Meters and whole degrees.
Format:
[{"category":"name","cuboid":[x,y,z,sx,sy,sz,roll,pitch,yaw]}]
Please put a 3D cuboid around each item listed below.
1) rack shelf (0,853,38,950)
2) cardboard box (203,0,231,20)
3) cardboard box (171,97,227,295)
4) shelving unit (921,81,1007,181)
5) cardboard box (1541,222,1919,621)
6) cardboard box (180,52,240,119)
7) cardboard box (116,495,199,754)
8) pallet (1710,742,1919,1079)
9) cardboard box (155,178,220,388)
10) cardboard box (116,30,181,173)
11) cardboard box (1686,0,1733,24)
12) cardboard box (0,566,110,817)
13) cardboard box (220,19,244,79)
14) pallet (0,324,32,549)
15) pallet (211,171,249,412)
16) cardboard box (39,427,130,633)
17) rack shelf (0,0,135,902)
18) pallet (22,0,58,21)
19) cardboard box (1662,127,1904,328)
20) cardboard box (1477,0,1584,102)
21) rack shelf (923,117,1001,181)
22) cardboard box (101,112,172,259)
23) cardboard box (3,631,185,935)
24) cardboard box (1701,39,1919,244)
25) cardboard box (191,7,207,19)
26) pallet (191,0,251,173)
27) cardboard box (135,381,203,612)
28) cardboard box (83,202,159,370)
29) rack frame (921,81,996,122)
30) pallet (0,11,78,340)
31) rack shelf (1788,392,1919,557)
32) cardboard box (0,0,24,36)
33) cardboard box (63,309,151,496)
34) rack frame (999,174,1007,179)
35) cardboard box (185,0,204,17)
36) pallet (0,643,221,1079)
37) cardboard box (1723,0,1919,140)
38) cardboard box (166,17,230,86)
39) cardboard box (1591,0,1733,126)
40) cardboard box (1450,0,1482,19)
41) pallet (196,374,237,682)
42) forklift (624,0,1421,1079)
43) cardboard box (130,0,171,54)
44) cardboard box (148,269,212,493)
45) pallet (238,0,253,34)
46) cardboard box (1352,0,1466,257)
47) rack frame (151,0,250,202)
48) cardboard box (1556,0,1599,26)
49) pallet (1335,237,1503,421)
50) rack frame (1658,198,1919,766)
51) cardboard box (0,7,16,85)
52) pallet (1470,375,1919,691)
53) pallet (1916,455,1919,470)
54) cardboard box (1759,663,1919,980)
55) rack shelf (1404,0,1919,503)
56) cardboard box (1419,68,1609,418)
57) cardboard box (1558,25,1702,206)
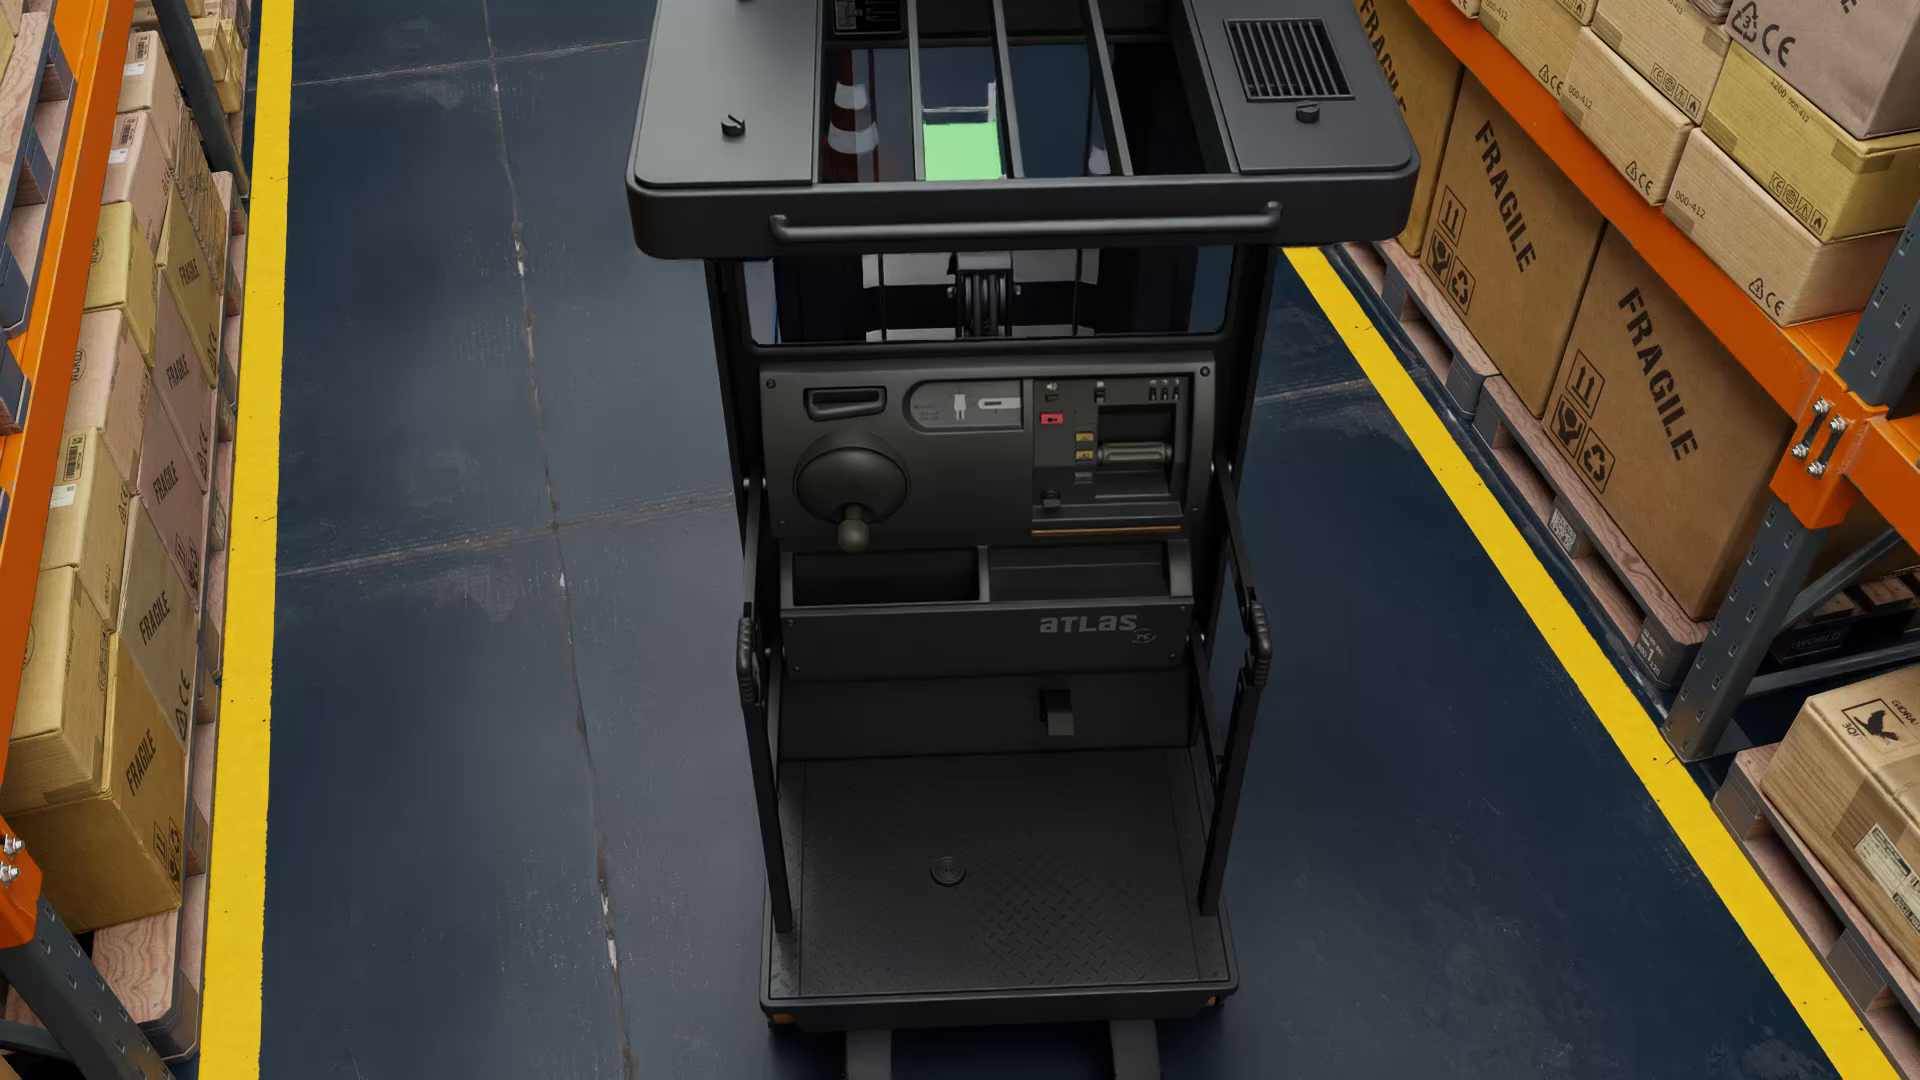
[{"category":"rack shelf","cuboid":[-1.768,2.053,1.642,1.077,0.370,4.000,-11,47,-10]},{"category":"cardboard box","cuboid":[-3.269,-2.146,6.955,0.380,0.149,0.250,-11,47,-11]},{"category":"cardboard box","cuboid":[-2.871,-1.148,5.731,0.500,0.500,0.500,-12,47,-11]},{"category":"shelving unit","cuboid":[-0.003,-0.747,5.142,0.258,1.200,0.503,-2,46,-2]},{"category":"cardboard box","cuboid":[2.383,-0.450,4.784,0.875,0.875,0.875,-11,47,-11]},{"category":"cardboard box","cuboid":[-3.087,-1.801,6.616,0.380,0.149,0.250,-13,47,-12]},{"category":"cardboard box","cuboid":[-2.346,0.267,4.345,0.500,0.500,0.500,-10,46,-10]},{"category":"pallet","cuboid":[2.678,0.961,4.160,1.003,0.211,1.213,-11,47,-10]},{"category":"cardboard box","cuboid":[-2.740,-0.794,5.384,0.500,0.500,0.500,-12,47,-11]},{"category":"cardboard box","cuboid":[-2.869,-1.408,5.461,0.500,0.250,0.500,-12,47,-11]},{"category":"cardboard box","cuboid":[1.955,-1.601,3.949,0.500,0.500,0.500,-10,46,-10]},{"category":"cardboard box","cuboid":[-2.222,0.365,3.723,0.500,0.250,0.500,-13,47,-12]},{"category":"cardboard box","cuboid":[-3.155,-1.984,6.796,0.380,0.149,0.250,-9,46,-9]},{"category":"pallet","cuboid":[-2.565,0.015,3.269,1.213,0.211,1.003,-11,47,-10]},{"category":"pallet","cuboid":[-3.103,-0.828,5.914,1.003,0.211,1.213,-11,47,-10]},{"category":"cardboard box","cuboid":[-2.352,0.015,4.066,0.500,0.250,0.500,-11,47,-11]},{"category":"rack shelf","cuboid":[-2.792,-0.709,4.348,1.077,0.370,4.000,-11,47,-10]},{"category":"pallet","cuboid":[-3.249,-1.720,4.970,1.003,0.211,1.213,-11,47,-10]},{"category":"cardboard box","cuboid":[2.099,-0.804,4.042,0.500,0.250,0.500,-12,47,-12]},{"category":"cardboard box","cuboid":[1.840,-1.504,4.729,0.500,0.250,0.500,-11,47,-11]},{"category":"rack shelf","cuboid":[-0.003,-1.038,4.844,0.258,0.148,0.480,-2,46,-2]},{"category":"cardboard box","cuboid":[-2.750,-1.051,5.110,0.500,0.250,0.500,-9,46,-8]},{"category":"cardboard box","cuboid":[-2.214,0.613,4.005,0.500,0.500,0.500,-13,47,-12]},{"category":"cardboard box","cuboid":[2.110,-0.965,3.850,0.500,0.250,0.500,-11,47,-10]},{"category":"cardboard box","cuboid":[-3.239,-2.062,6.664,0.380,0.149,0.250,-10,46,-10]},{"category":"pallet","cuboid":[-3.510,-1.823,6.888,1.003,0.211,1.213,-11,47,-10]},{"category":"cardboard box","cuboid":[-2.482,-0.087,4.691,0.500,0.500,0.500,-12,47,-11]},{"category":"cardboard box","cuboid":[-2.601,-0.688,4.755,0.500,0.250,0.500,-13,47,-12]},{"category":"rack frame","cuboid":[-0.014,-0.921,5.312,0.240,1.200,0.015,-2,46,-2]},{"category":"pallet","cuboid":[-2.826,-0.872,4.138,1.003,0.211,1.213,-11,47,-10]},{"category":"rack shelf","cuboid":[2.991,1.078,2.597,1.077,0.370,4.000,-11,47,-10]},{"category":"cardboard box","cuboid":[-2.741,-1.447,4.449,0.380,0.149,0.250,-13,47,-12]},{"category":"cardboard box","cuboid":[-2.467,-0.329,4.403,0.500,0.250,0.500,-10,46,-10]},{"category":"rack frame","cuboid":[0.007,-0.573,4.971,0.240,1.200,0.015,-2,46,-2]},{"category":"cardboard box","cuboid":[-3.205,-2.175,6.567,0.380,0.149,0.250,-9,46,-8]},{"category":"pallet","cuboid":[-2.479,0.857,4.263,1.003,0.211,1.213,-11,47,-10]},{"category":"cardboard box","cuboid":[2.094,-1.249,3.603,0.500,0.500,0.500,-12,47,-11]},{"category":"cardboard box","cuboid":[-3.087,-1.903,6.509,0.380,0.149,0.250,-9,46,-8]},{"category":"cardboard box","cuboid":[1.975,-1.318,4.197,0.500,0.250,0.500,-12,47,-11]},{"category":"cardboard box","cuboid":[1.682,-1.851,5.069,0.500,0.250,0.500,-11,47,-11]},{"category":"pallet","cuboid":[-2.787,0.016,5.087,1.003,0.211,1.213,-11,47,-10]},{"category":"forklift","cuboid":[0.071,-0.087,3.283,1.130,2.935,3.031,-2,46,-2]},{"category":"cardboard box","cuboid":[-3.192,-1.974,6.370,0.380,0.149,0.250,-9,46,-9]},{"category":"cardboard box","cuboid":[-2.613,-0.439,5.036,0.500,0.500,0.500,-12,47,-11]},{"category":"pallet","cuboid":[-3.826,-2.666,7.715,1.003,0.211,1.213,-11,47,-10]},{"category":"cardboard box","cuboid":[1.930,-1.684,5.994,0.875,0.875,0.875,-9,46,-9]},{"category":"rack frame","cuboid":[-3.304,-2.341,5.444,1.000,3.000,0.127,-11,47,-10]},{"category":"cardboard box","cuboid":[1.824,-1.668,4.539,0.500,0.250,0.500,-12,47,-11]},{"category":"pallet","cuboid":[2.042,-0.977,6.060,1.003,0.211,1.213,-11,47,-10]},{"category":"rack frame","cuboid":[2.479,-0.555,3.693,1.000,3.000,0.127,-11,47,-10]},{"category":"cardboard box","cuboid":[-2.674,-1.264,4.270,0.380,0.149,0.250,-9,46,-9]},{"category":"pallet","cuboid":[2.350,-0.137,5.236,1.003,0.211,1.213,-11,47,-10]},{"category":"pallet","cuboid":[2.765,-0.015,3.299,1.213,0.211,1.003,-11,47,-10]},{"category":"cardboard box","cuboid":[2.614,0.610,4.098,0.950,0.372,0.625,-14,47,-13]},{"category":"rack shelf","cuboid":[1.967,-1.684,5.303,1.077,0.370,4.000,-11,47,-10]},{"category":"cardboard box","cuboid":[2.159,-1.066,5.389,0.875,0.875,0.875,-10,46,-10]},{"category":"cardboard box","cuboid":[1.953,-1.154,4.385,0.500,0.250,0.500,-10,46,-10]}]
